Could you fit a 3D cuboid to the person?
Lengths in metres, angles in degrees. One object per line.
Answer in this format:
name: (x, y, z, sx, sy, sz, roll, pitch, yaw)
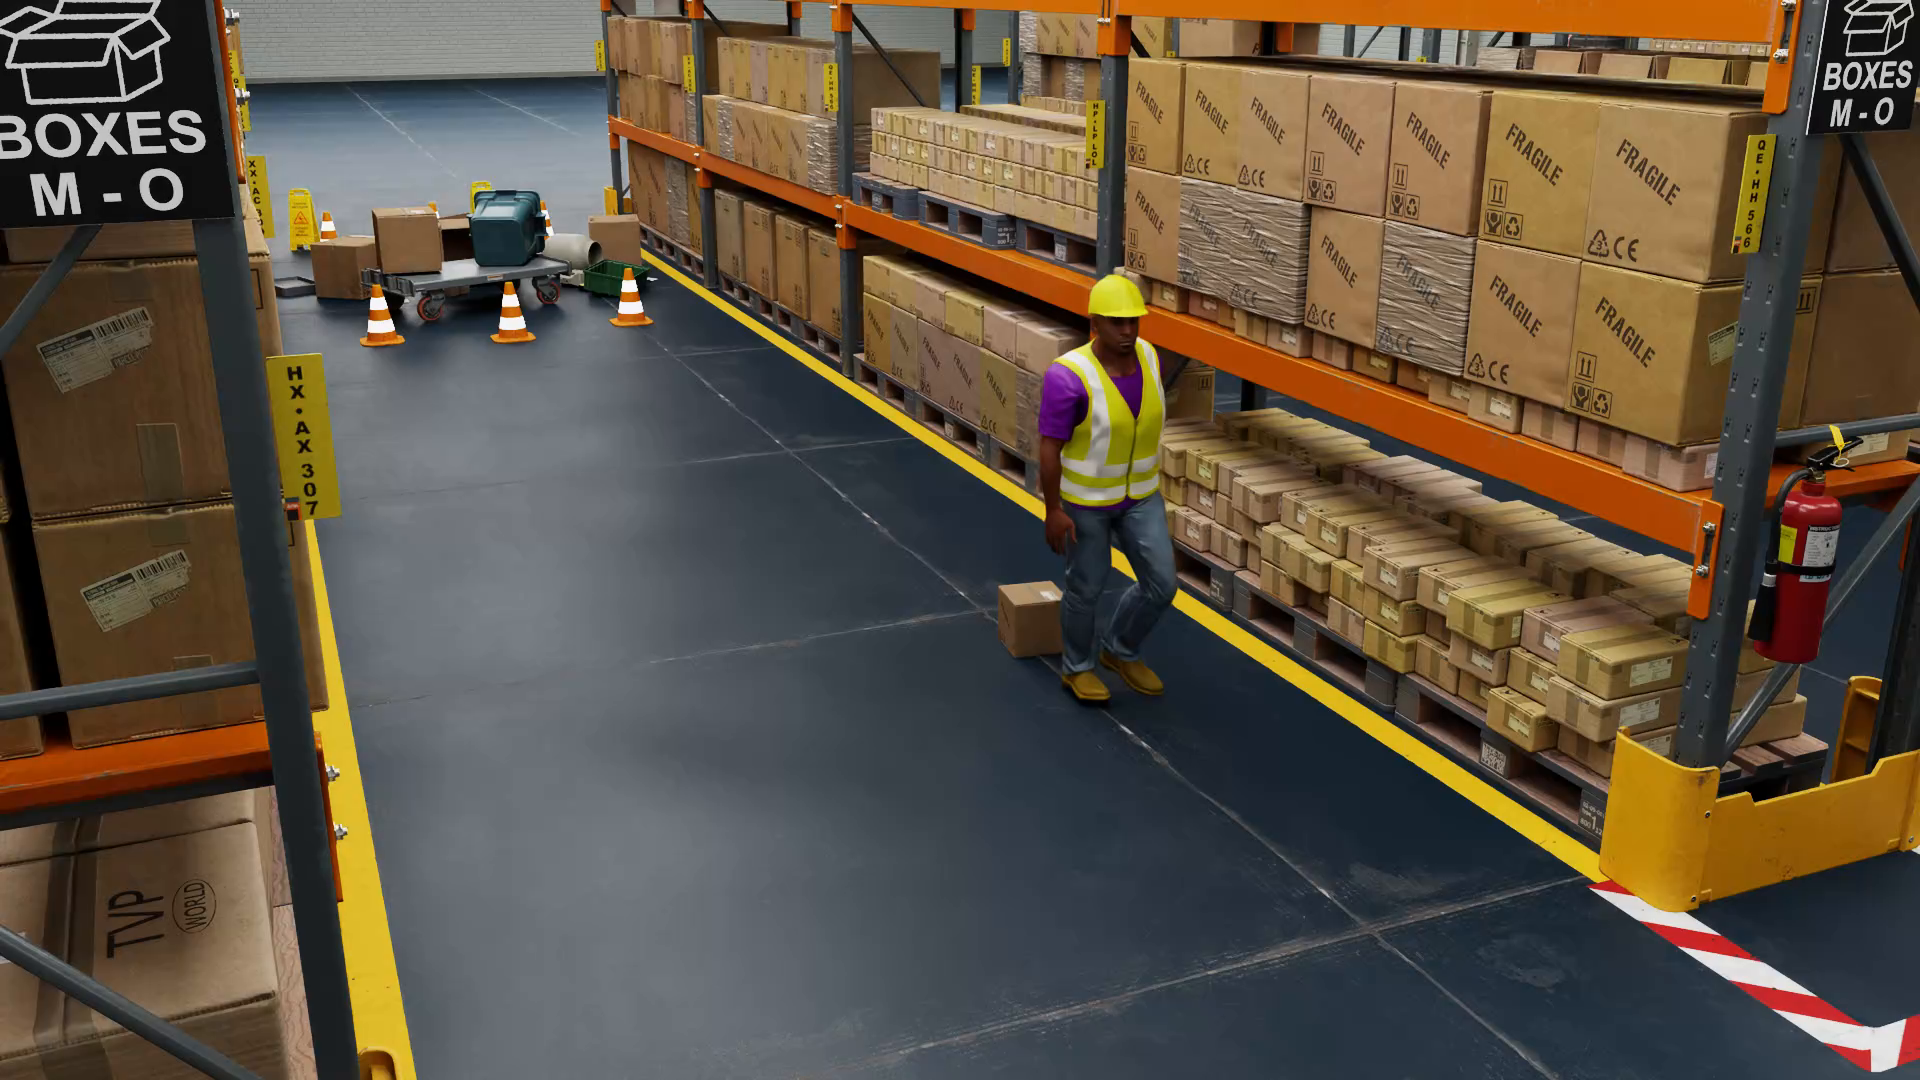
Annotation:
person: (0.563, -0.176, 6.487, 0.609, 1.744, 0.523, -9, 21, -24)
